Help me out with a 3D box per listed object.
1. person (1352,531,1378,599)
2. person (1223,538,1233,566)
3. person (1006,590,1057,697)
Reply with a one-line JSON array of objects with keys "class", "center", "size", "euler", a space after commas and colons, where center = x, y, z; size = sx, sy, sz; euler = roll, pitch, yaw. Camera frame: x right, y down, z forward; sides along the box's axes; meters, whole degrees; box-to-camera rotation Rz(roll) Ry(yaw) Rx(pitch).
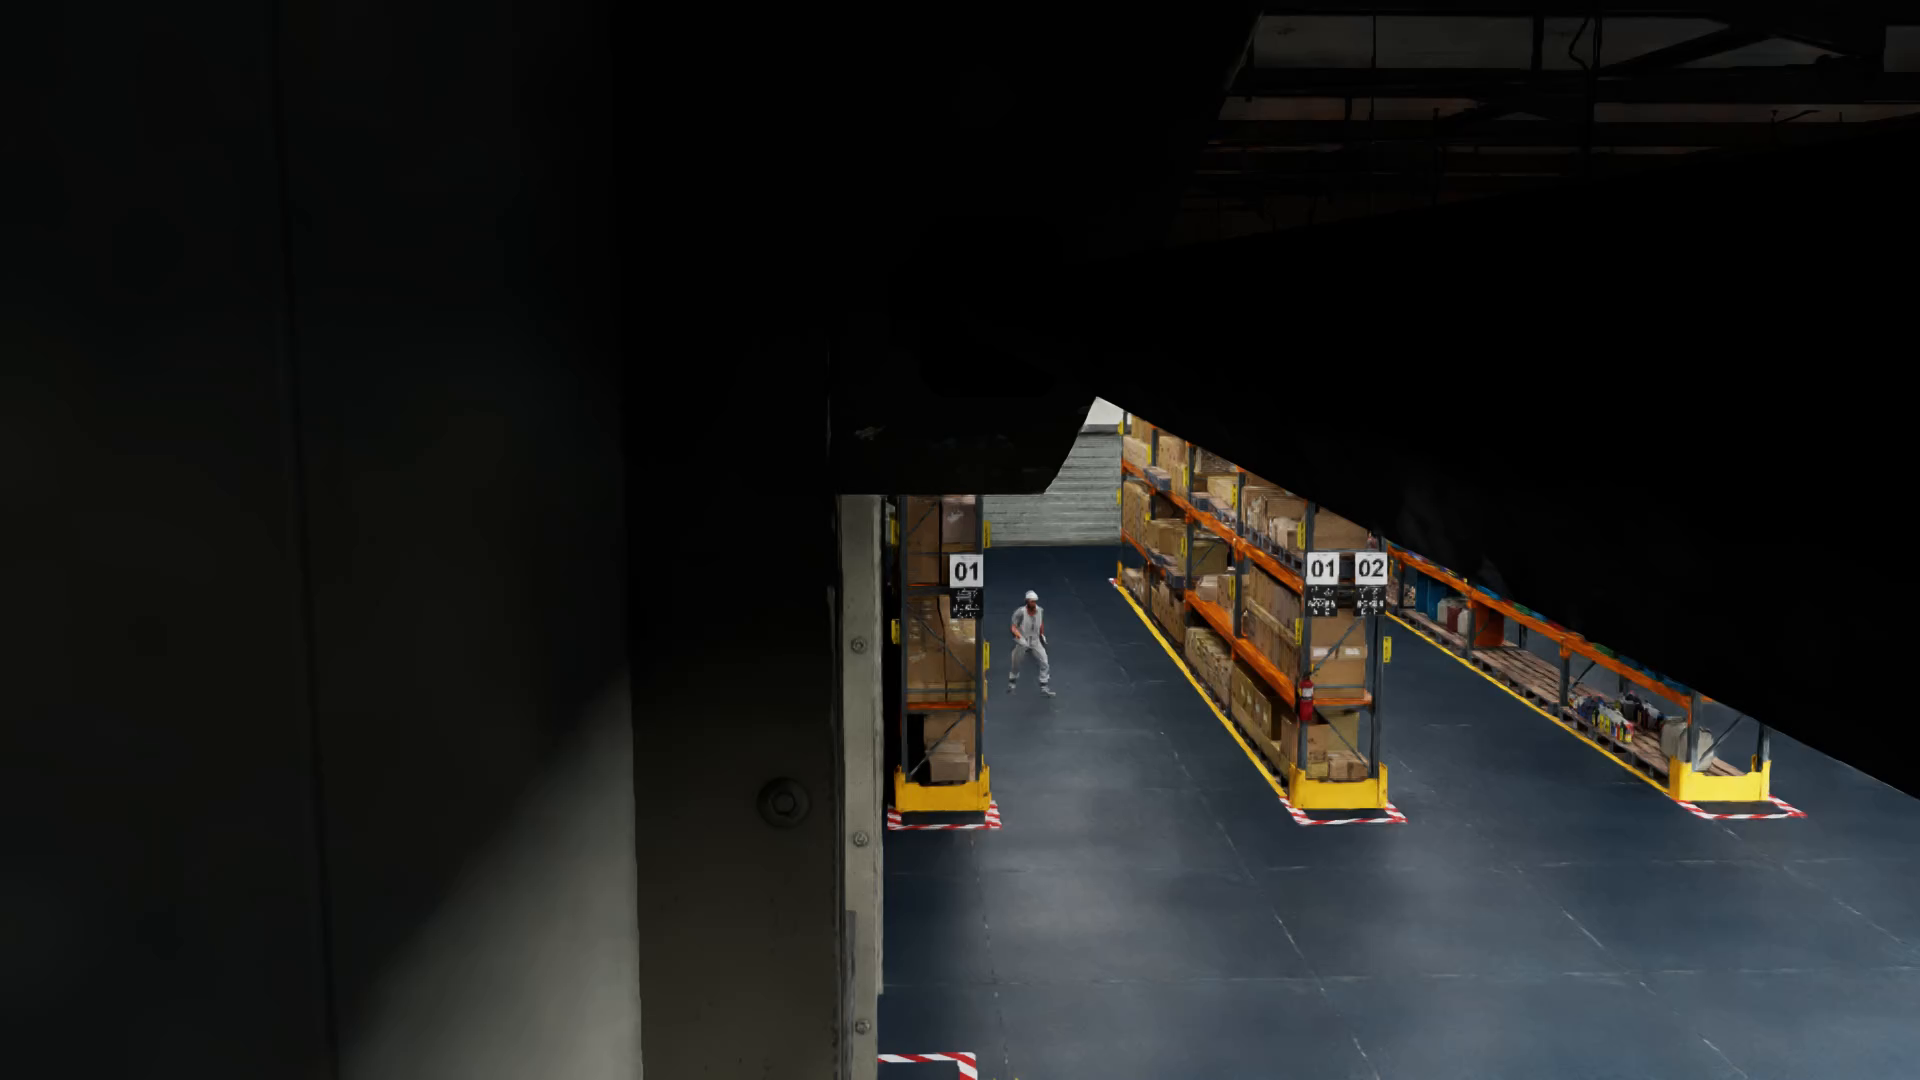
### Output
[{"class": "person", "center": [8.239, 0.608, 33.606], "size": [0.626, 1.546, 0.955], "euler": [4, 9, 27]}, {"class": "person", "center": [5.900, 0.140, 36.671], "size": [0.470, 1.594, 0.526], "euler": [1, 8, 7]}, {"class": "person", "center": [1.092, 1.619, 26.197], "size": [0.684, 1.714, 0.783], "euler": [-3, 9, -19]}]
